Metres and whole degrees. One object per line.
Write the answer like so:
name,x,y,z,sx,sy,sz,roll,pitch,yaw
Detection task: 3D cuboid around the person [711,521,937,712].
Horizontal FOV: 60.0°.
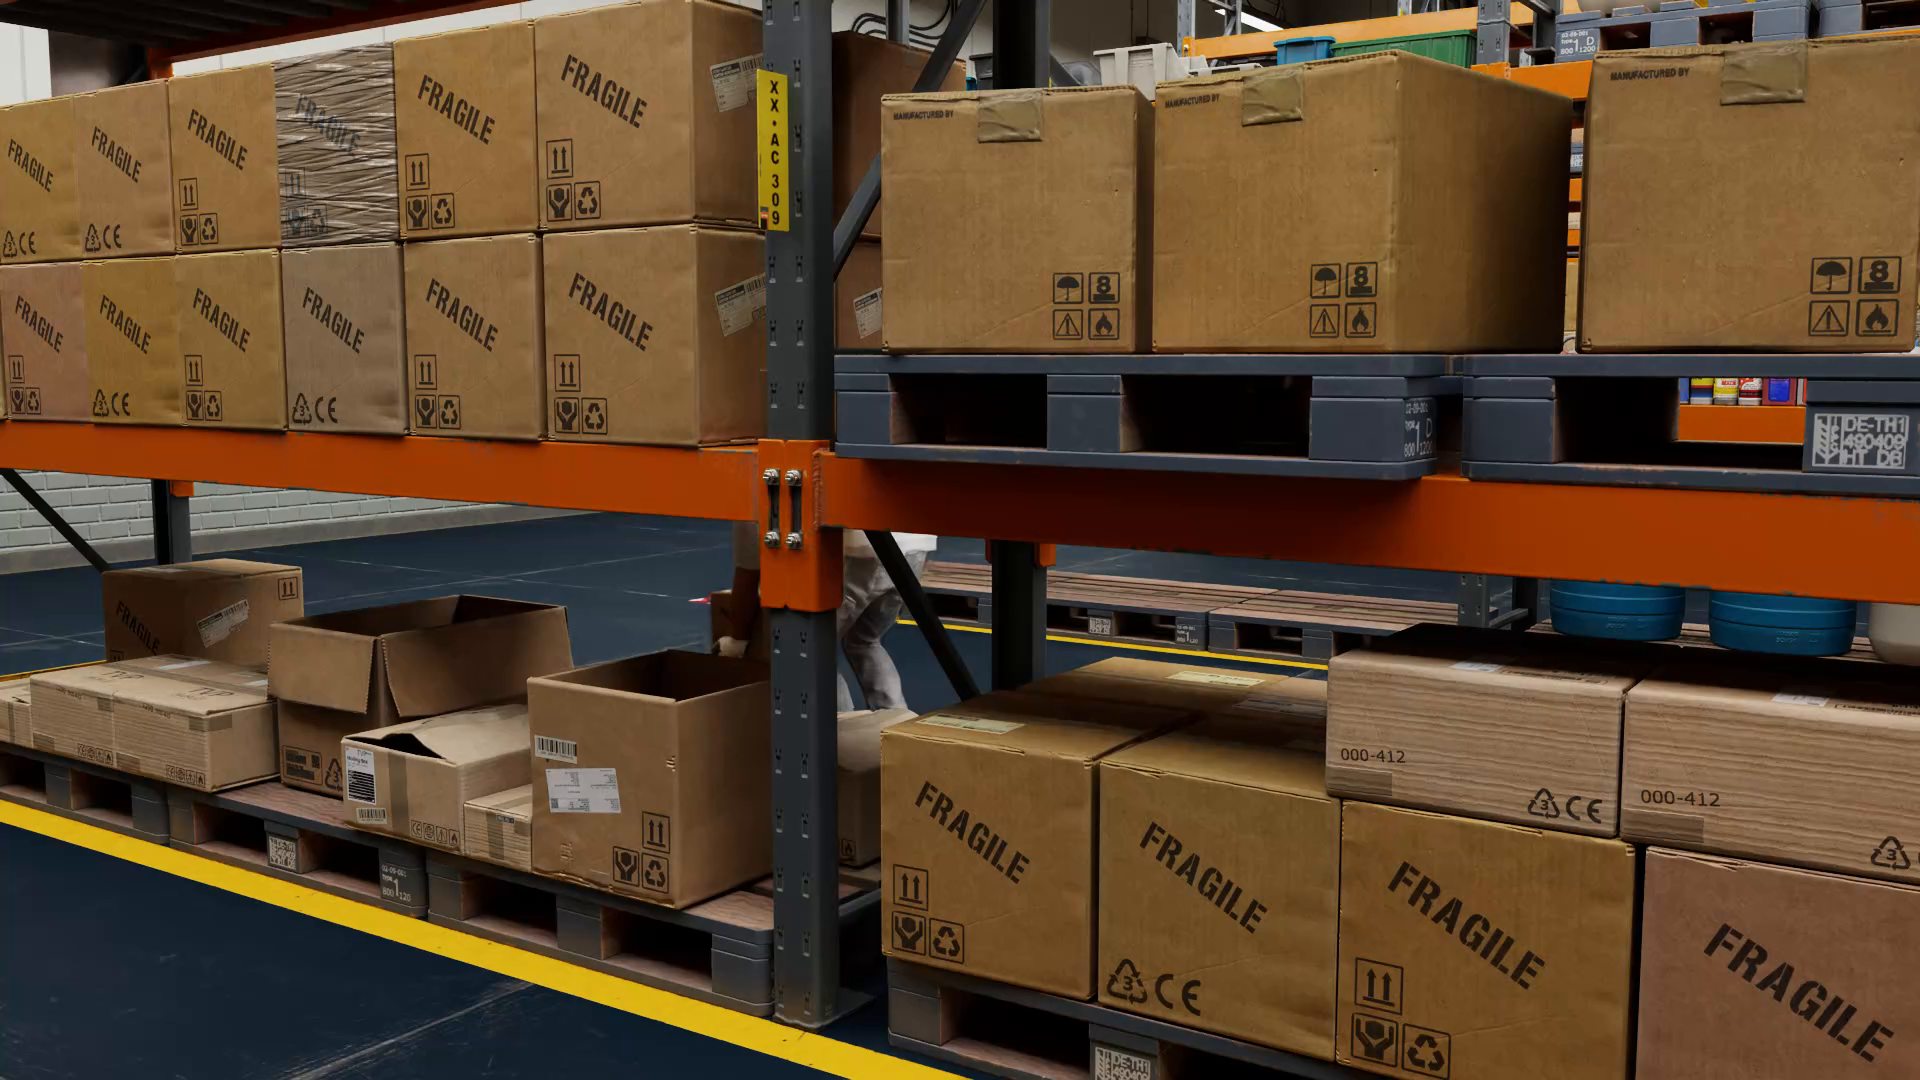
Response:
person,-0.547,0.232,6.009,0.954,1.238,0.516,4,7,31
